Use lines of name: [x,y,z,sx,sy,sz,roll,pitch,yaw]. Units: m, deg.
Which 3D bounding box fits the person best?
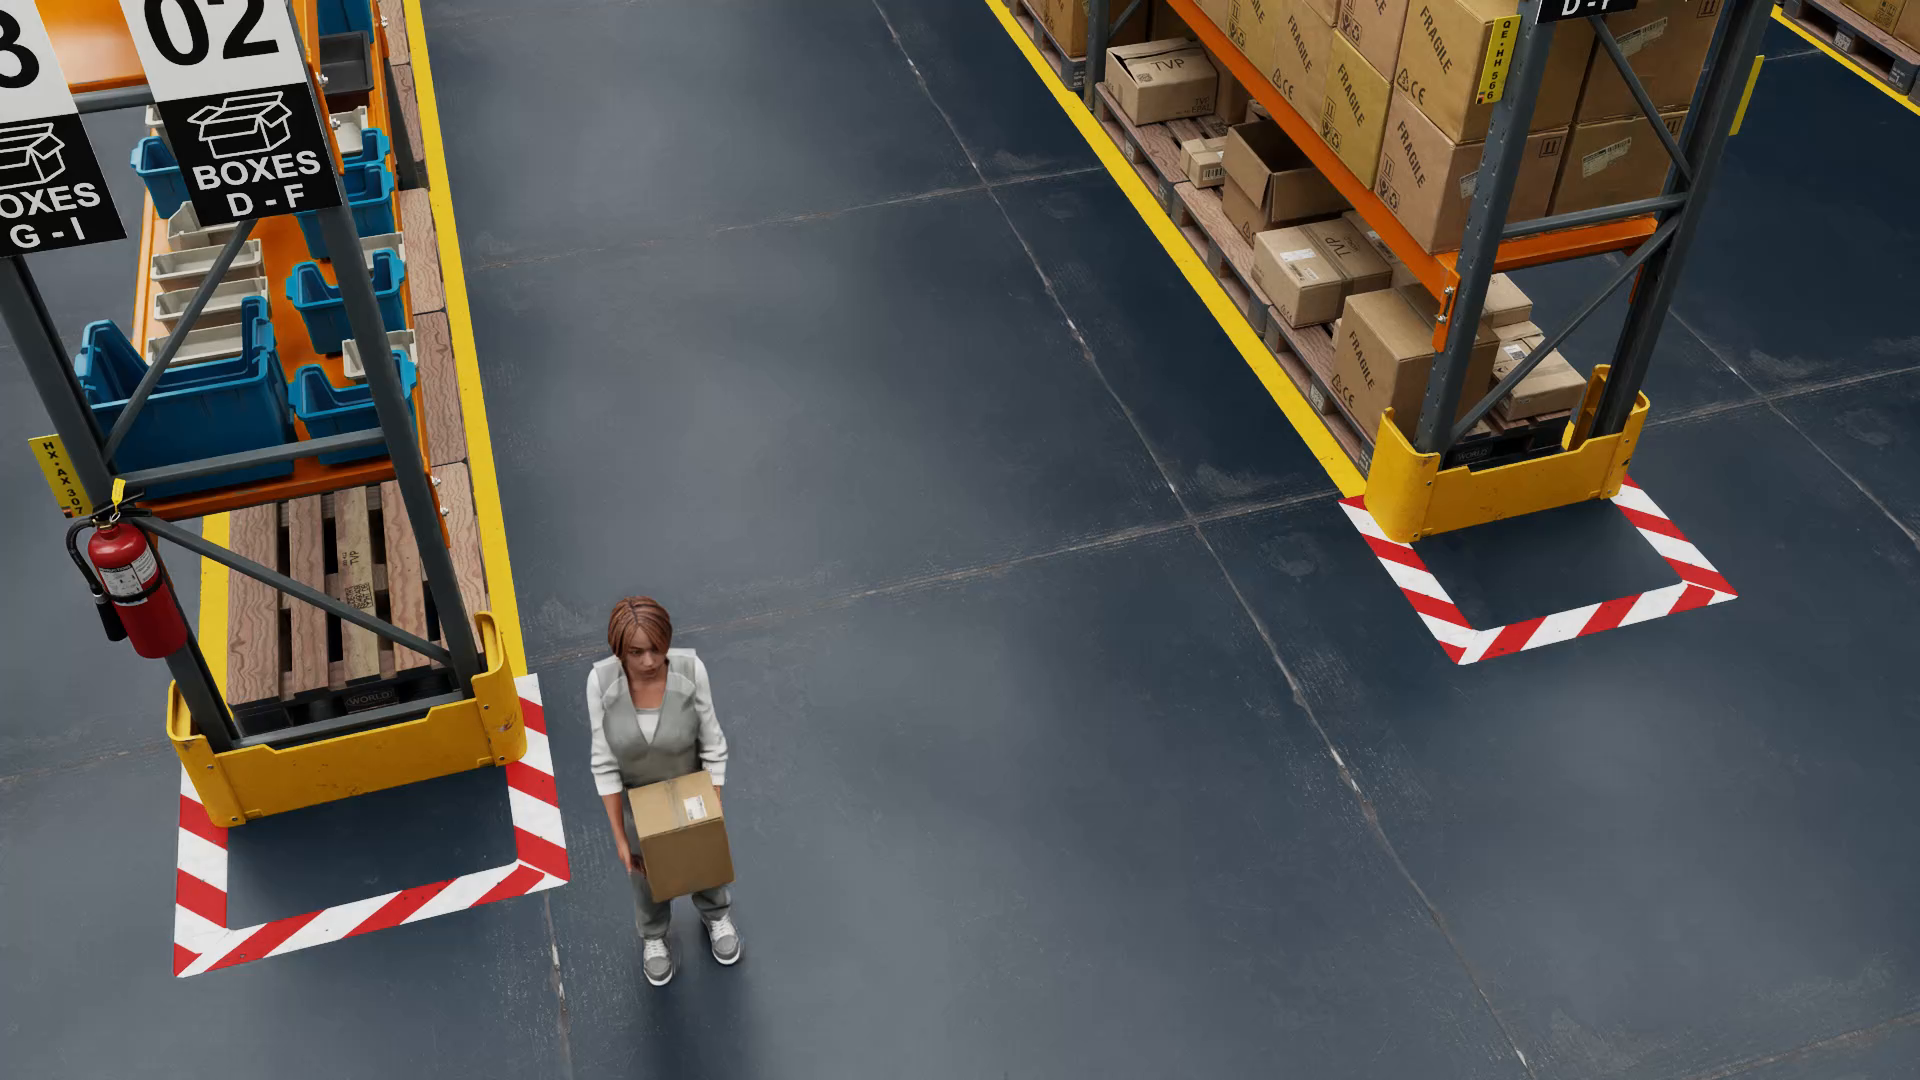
person: [-0.912,0.863,5.238,0.412,1.594,0.481,-9,44,-10]
